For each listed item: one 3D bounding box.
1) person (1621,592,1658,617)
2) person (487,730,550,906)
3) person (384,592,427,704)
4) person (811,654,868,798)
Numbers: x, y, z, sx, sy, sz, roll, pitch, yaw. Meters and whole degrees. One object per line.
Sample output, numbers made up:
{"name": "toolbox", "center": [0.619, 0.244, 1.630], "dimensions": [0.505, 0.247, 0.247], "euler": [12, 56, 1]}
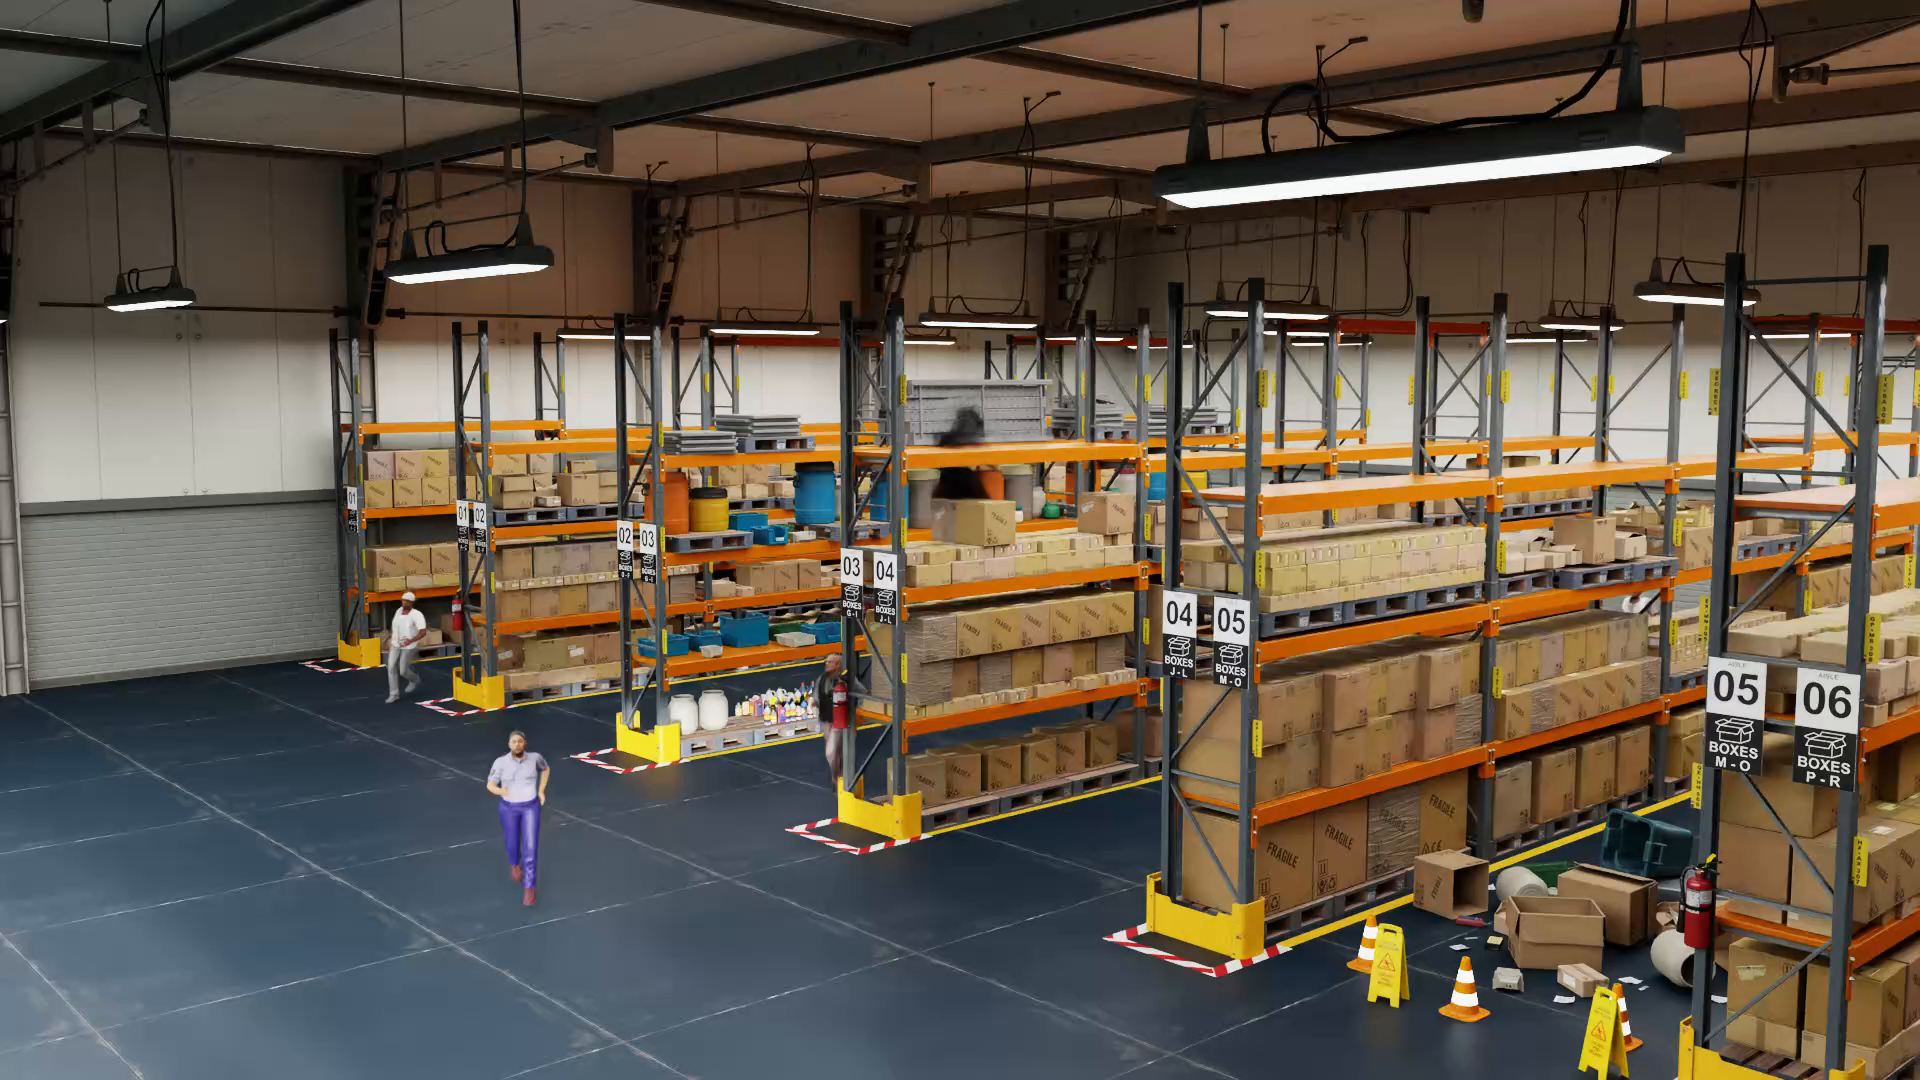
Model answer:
{"name": "person", "center": [11.164, 1.576, 27.431], "dimensions": [0.860, 1.788, 0.689], "euler": [-6, 8, -44]}
{"name": "person", "center": [-4.378, 2.716, 16.527], "dimensions": [0.608, 1.632, 0.925], "euler": [-1, 6, -15]}
{"name": "person", "center": [-8.814, 1.691, 26.513], "dimensions": [0.737, 1.748, 0.779], "euler": [2, 6, 17]}
{"name": "person", "center": [-1.540, 2.299, 20.575], "dimensions": [0.675, 1.798, 0.748], "euler": [4, 7, 37]}
